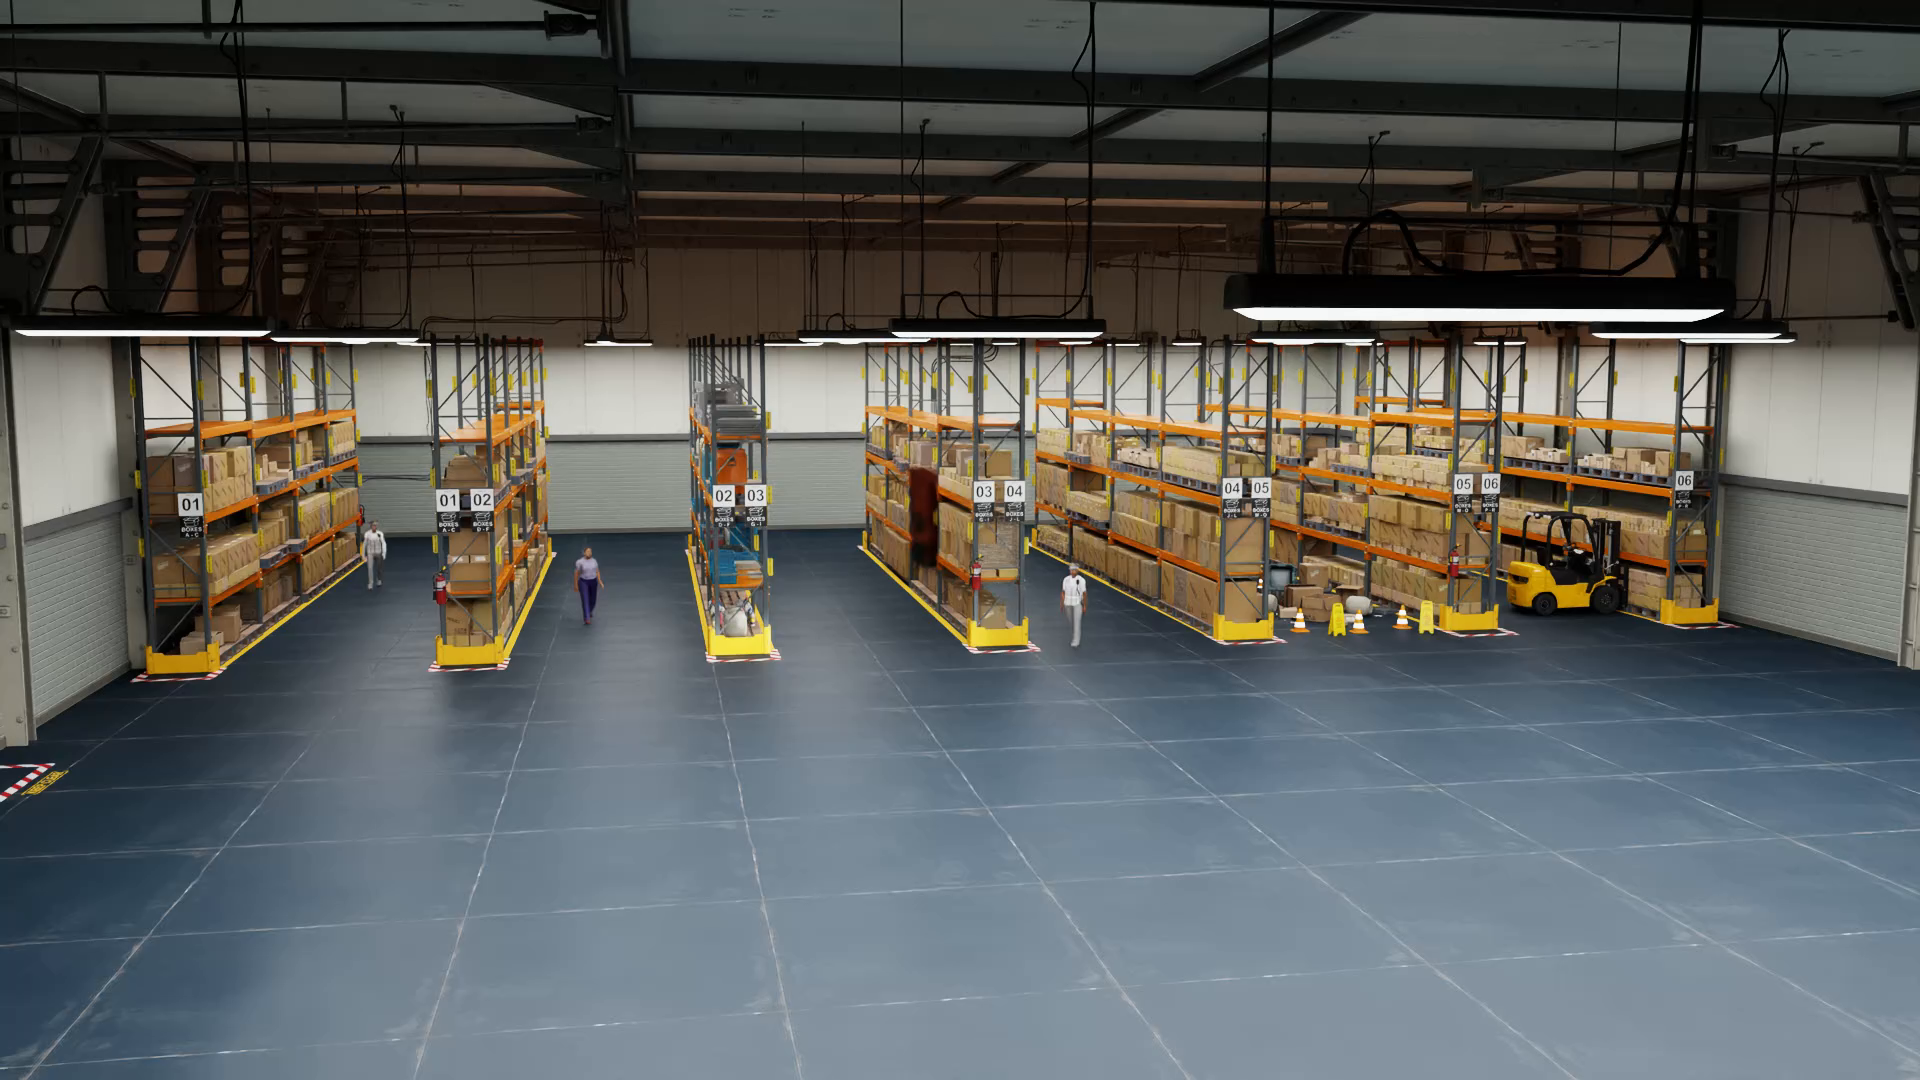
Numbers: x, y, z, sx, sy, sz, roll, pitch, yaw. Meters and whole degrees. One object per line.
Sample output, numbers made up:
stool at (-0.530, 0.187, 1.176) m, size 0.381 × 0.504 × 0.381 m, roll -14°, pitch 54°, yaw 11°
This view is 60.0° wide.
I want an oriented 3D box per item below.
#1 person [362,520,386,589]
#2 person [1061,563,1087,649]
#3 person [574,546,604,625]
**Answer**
person at (-14.060, 0.321, 39.892) m, size 0.567 × 1.616 × 1.022 m, roll -2°, pitch 7°, yaw -19°
person at (2.171, 1.250, 31.849) m, size 0.508 × 1.633 × 0.982 m, roll 3°, pitch 7°, yaw 27°
person at (-7.794, 0.926, 34.850) m, size 0.574 × 1.583 × 0.993 m, roll -3°, pitch 7°, yaw -26°
